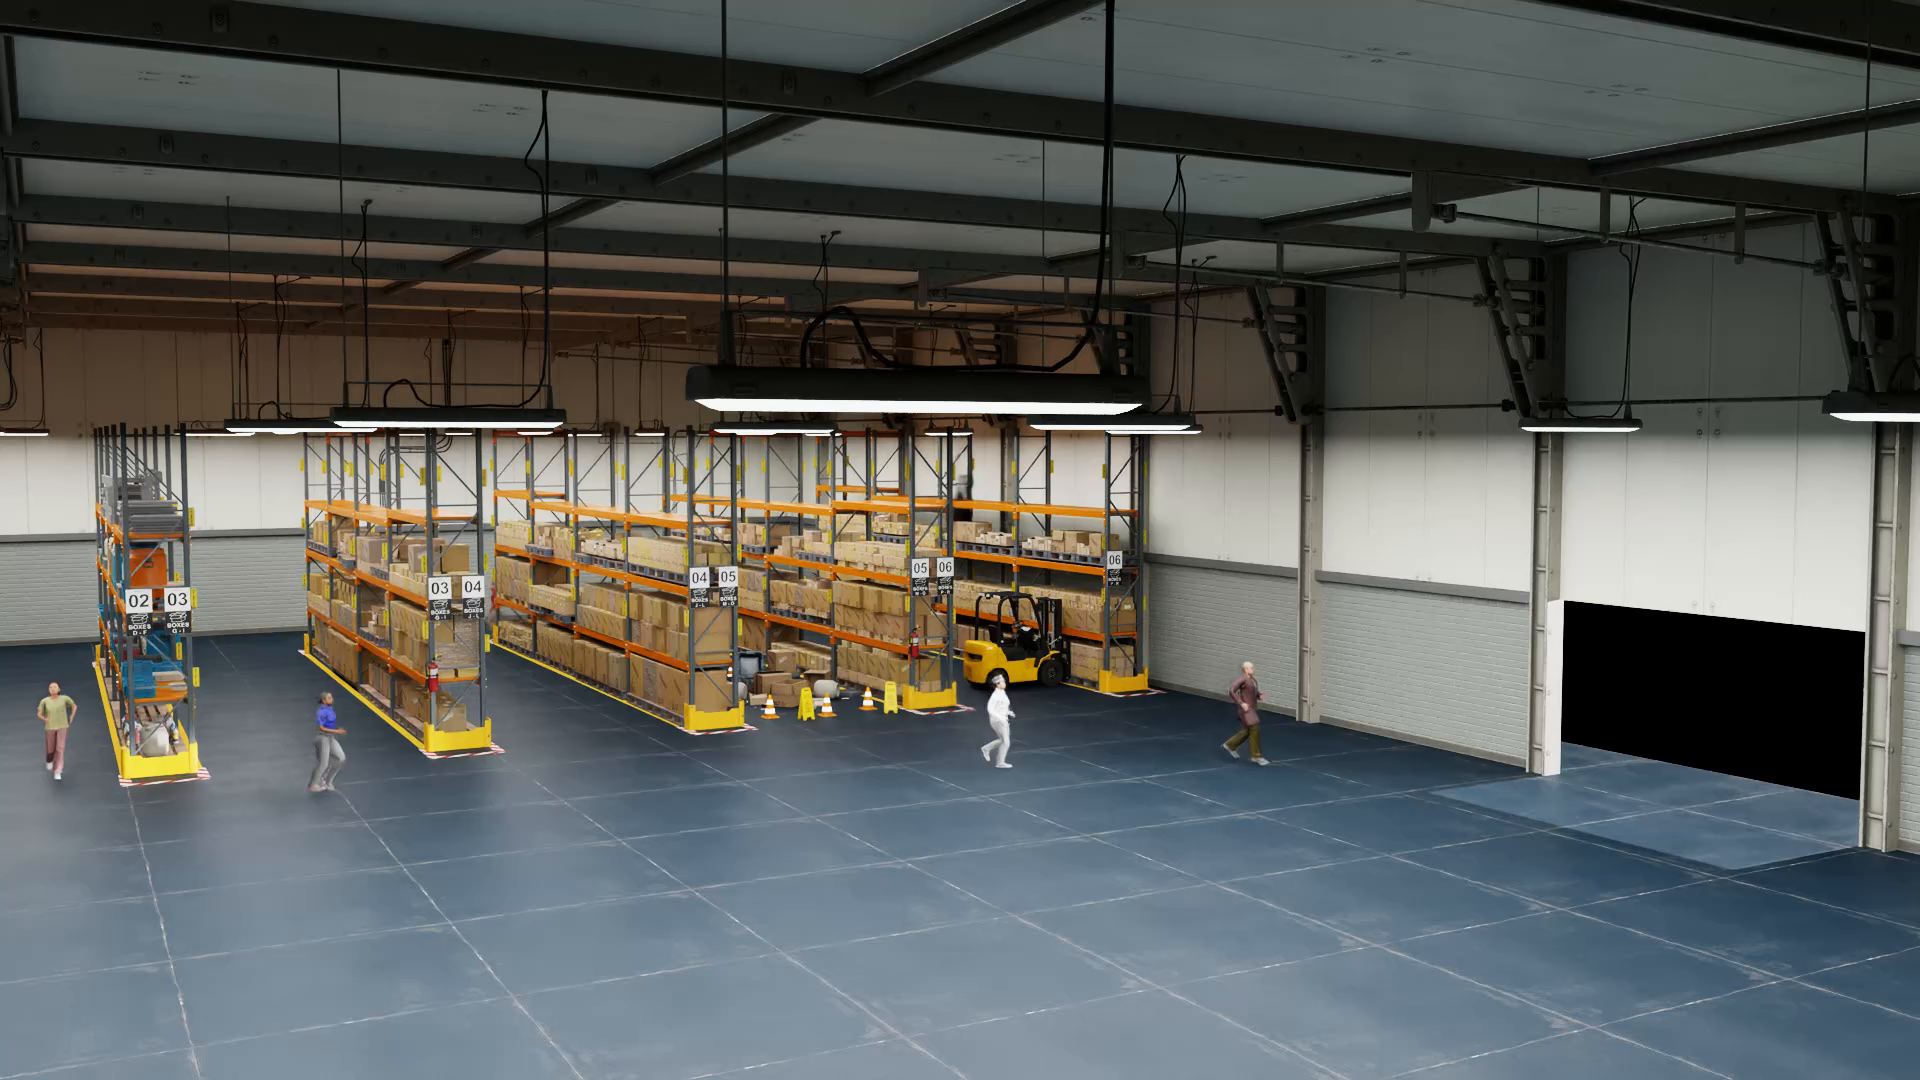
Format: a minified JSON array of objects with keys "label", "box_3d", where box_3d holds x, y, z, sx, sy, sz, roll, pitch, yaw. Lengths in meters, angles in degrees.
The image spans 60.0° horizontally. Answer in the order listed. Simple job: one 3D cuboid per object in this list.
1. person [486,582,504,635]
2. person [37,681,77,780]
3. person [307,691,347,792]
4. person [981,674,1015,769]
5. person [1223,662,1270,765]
[{"label":"person","box_3d":[-13.453,2.023,48.154,0.498,1.654,0.925,-1,3,-9]},{"label":"person","box_3d":[-15.287,3.209,28.152,0.592,1.607,0.856,-2,4,-25]},{"label":"person","box_3d":[-10.228,3.281,26.928,0.678,1.678,0.603,0,3,2]},{"label":"person","box_3d":[0.641,3.143,28.910,0.590,1.654,0.606,1,4,15]},{"label":"person","box_3d":[5.060,3.046,29.391,0.922,1.793,0.705,2,4,28]}]
